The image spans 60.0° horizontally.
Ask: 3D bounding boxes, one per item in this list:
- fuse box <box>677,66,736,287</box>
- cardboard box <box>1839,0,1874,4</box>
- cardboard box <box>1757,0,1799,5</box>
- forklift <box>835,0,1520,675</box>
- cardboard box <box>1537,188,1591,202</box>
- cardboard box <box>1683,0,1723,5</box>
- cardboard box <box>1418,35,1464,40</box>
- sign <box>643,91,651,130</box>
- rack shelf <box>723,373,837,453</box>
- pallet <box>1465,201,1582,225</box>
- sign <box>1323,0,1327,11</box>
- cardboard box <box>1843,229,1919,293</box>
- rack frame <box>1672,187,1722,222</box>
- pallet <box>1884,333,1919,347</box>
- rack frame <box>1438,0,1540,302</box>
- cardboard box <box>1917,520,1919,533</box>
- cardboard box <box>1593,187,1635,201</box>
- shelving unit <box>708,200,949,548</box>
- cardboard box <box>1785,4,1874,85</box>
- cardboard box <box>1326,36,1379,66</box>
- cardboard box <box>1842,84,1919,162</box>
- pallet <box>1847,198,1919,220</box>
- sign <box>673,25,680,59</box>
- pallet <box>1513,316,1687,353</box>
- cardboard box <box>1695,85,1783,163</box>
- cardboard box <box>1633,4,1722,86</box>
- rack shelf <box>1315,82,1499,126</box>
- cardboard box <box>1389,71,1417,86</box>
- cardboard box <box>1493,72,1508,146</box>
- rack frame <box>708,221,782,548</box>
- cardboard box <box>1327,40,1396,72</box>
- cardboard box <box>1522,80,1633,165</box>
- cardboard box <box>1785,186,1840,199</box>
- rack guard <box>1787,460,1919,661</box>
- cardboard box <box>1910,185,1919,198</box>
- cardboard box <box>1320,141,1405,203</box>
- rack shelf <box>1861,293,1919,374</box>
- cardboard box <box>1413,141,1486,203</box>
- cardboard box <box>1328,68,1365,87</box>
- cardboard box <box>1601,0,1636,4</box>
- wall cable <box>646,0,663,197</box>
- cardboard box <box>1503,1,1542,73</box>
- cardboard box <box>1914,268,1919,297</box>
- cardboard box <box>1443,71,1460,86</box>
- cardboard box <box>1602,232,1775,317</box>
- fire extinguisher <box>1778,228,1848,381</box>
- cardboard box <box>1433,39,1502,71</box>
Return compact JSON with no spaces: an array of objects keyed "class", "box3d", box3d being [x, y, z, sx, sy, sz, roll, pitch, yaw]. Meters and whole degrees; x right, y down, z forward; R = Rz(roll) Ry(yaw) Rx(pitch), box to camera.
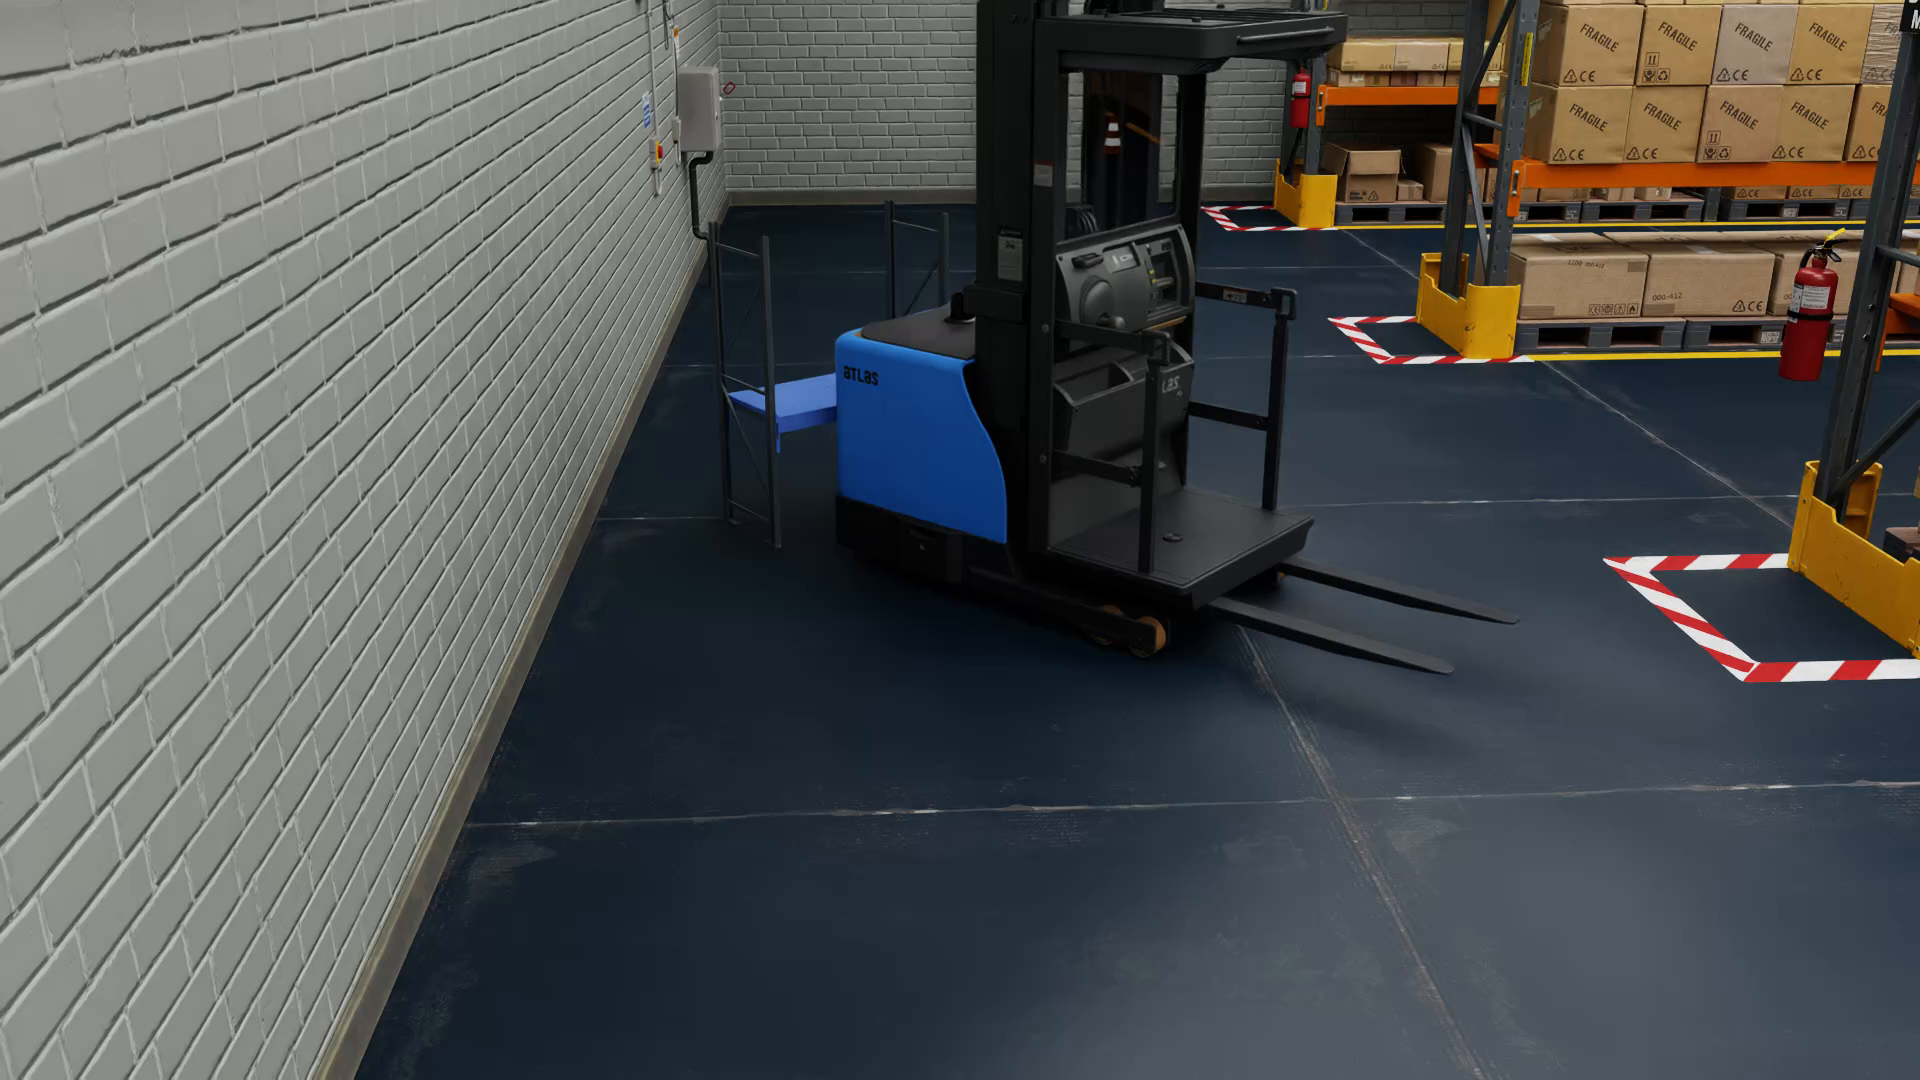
[{"class":"fuse box","box3d":[-1.983,-2.872,13.260,0.414,1.711,0.539,-1,21,-3]},{"class":"cardboard box","box3d":[5.800,-3.613,10.938,0.250,0.149,0.380,-1,21,-3]},{"class":"cardboard box","box3d":[5.286,-3.595,10.890,0.250,0.149,0.380,-1,21,-3]},{"class":"forklift","box3d":[0.869,-1.098,6.887,3.031,2.935,1.130,16,26,37]},{"class":"cardboard box","box3d":[5.841,-3.642,16.395,0.500,0.500,0.700,-2,21,-5]},{"class":"cardboard box","box3d":[4.775,-3.581,10.853,0.250,0.149,0.380,-2,21,-5]},{"class":"cardboard box","box3d":[4.786,-4.802,16.311,0.500,0.250,0.500,-1,21,-1]},{"class":"sign","box3d":[-2.067,-2.833,10.966,0.001,0.218,0.327,-1,21,-3]},{"class":"rack shelf","box3d":[-0.623,-0.676,8.295,1.000,0.185,0.538,-15,26,-35]},{"class":"pallet","box3d":[5.420,-3.349,16.622,1.213,0.211,1.003,-1,21,-3]},{"class":"sign","box3d":[3.364,-4.823,15.356,0.005,0.325,0.100,-1,21,-3]},{"class":"cardboard box","box3d":[6.980,-1.953,12.046,0.875,0.438,0.875,-1,21,-4]},{"class":"rack frame","box3d":[7.326,-4.692,16.230,0.127,3.000,1.000,-1,21,-3]},{"class":"pallet","box3d":[6.850,-1.638,12.127,1.213,0.211,1.003,-1,21,-3]},{"class":"rack frame","box3d":[3.620,-2.848,11.385,0.127,3.000,1.000,-1,21,-3]},{"class":"cardboard box","box3d":[4.517,-0.040,7.427,0.250,0.149,0.380,-1,21,-2]},{"class":"cardboard box","box3d":[6.430,-3.488,16.319,0.258,0.266,0.396,0,21,-1]},{"class":"shelving unit","box3d":[-0.623,-0.844,8.231,1.048,1.500,0.538,-15,26,-35]},{"class":"cardboard box","box3d":[5.642,-3.307,11.046,0.500,0.500,0.500,-1,21,-3]},{"class":"cardboard box","box3d":[3.777,-4.784,16.262,0.500,0.250,0.500,-1,21,-1]},{"class":"cardboard box","box3d":[6.150,-2.848,11.244,0.500,0.500,0.500,-1,21,-4]},{"class":"pallet","box3d":[9.357,-3.445,16.872,1.213,0.211,1.003,-1,21,-3]},{"class":"sign","box3d":[-2.186,-3.836,12.821,0.001,0.242,0.339,-1,21,-3]},{"class":"pallet","box3d":[4.414,-1.589,11.997,1.213,0.211,1.003,-1,21,-3]},{"class":"cardboard box","box3d":[5.128,-2.826,11.188,0.500,0.500,0.500,-1,21,-3]},{"class":"cardboard box","box3d":[4.631,-3.283,10.983,0.500,0.500,0.500,-2,21,-5]},{"class":"rack shelf","box3d":[5.330,-4.315,16.251,4.000,0.370,1.077,-1,21,-3]},{"class":"cardboard box","box3d":[4.188,-4.442,15.926,0.250,0.149,0.380,-1,21,-4]},{"class":"cardboard box","box3d":[4.086,-2.998,11.640,0.500,0.500,0.500,-1,21,-3]},{"class":"rack frame","box3d":[-1.027,-0.735,7.942,0.032,1.500,0.500,-15,26,-35]},{"class":"cardboard box","box3d":[3.801,-4.593,15.763,0.500,0.250,0.500,-1,21,-3]},{"class":"cardboard box","box3d":[4.116,-2.802,11.125,0.500,0.500,0.500,-1,21,-3]},{"class":"cardboard box","box3d":[8.353,-3.664,16.453,0.500,0.500,0.500,-1,21,-4]},{"class":"rack guard","box3d":[4.079,0.075,7.221,0.348,0.500,1.175,-1,21,-3]},{"class":"cardboard box","box3d":[9.370,-3.681,16.498,0.500,0.500,0.500,-2,21,-5]},{"class":"cardboard box","box3d":[3.949,-3.619,16.330,0.637,0.503,0.797,-2,21,-5]},{"class":"rack shelf","box3d":[6.000,-0.796,7.007,4.000,0.370,1.077,-1,21,-3]},{"class":"cardboard box","box3d":[4.805,-3.621,16.340,0.500,0.500,0.700,0,21,-1]},{"class":"cardboard box","box3d":[3.677,-4.403,15.822,0.250,0.149,0.380,-1,21,-3]},{"class":"cardboard box","box3d":[4.248,-3.604,10.915,0.250,0.149,0.380,-1,21,-2]},{"class":"wall cable","box3d":[-2.008,-3.214,10.876,0.123,1.953,0.585,-1,21,-3]},{"class":"cardboard box","box3d":[4.088,-3.456,11.437,0.500,0.500,0.500,0,21,-1]},{"class":"cardboard box","box3d":[4.313,-1.081,7.098,0.250,0.149,0.380,-1,21,-3]},{"class":"cardboard box","box3d":[4.709,-4.433,15.901,0.250,0.149,0.380,-1,21,-2]},{"class":"cardboard box","box3d":[5.186,-1.917,11.951,0.875,0.438,0.875,-1,21,-2]},{"class":"fire extinguisher","box3d":[3.726,-1.040,7.269,0.183,0.674,0.296,-1,21,-3]},{"class":"cardboard box","box3d":[4.810,-4.615,15.820,0.500,0.250,0.500,-2,21,-4]}]
